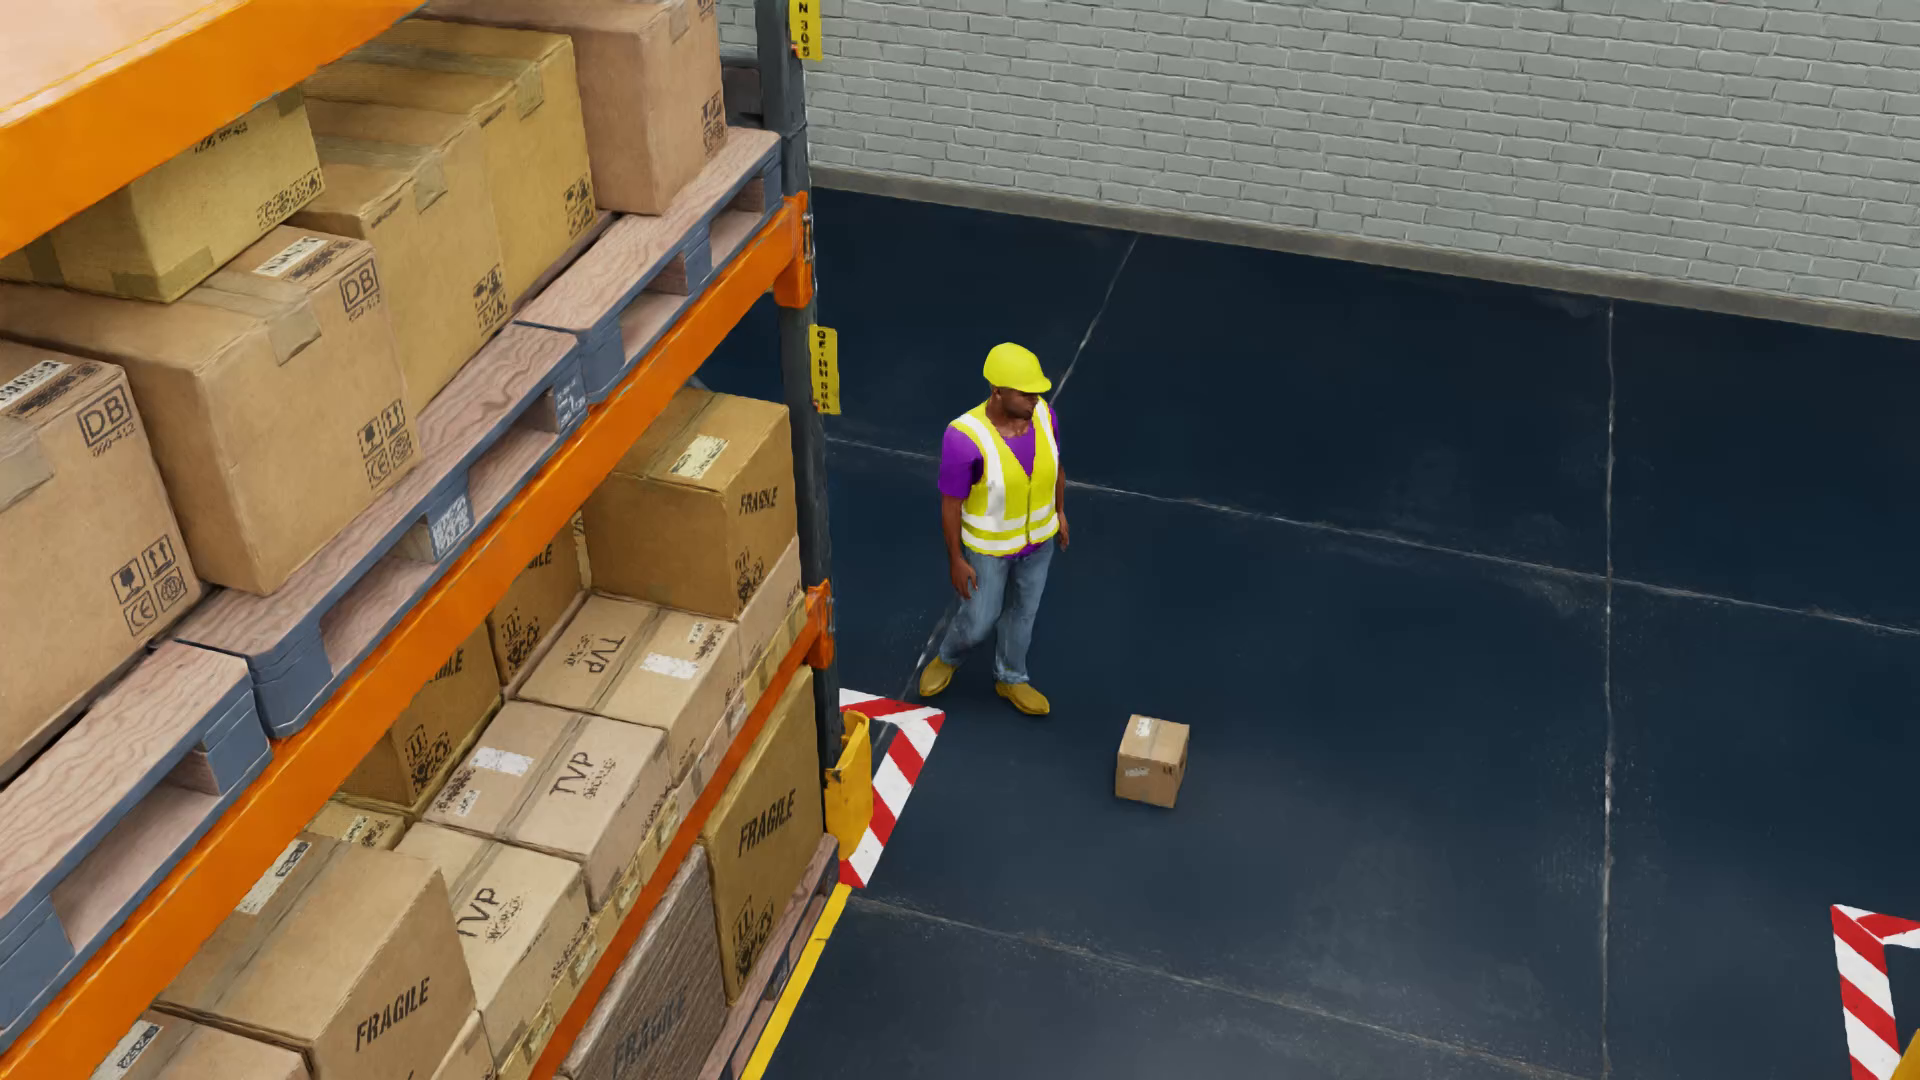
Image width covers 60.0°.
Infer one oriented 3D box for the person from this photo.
[{"bbox_3d":[0.171,-0.029,6.898,0.667,1.765,0.523,-20,41,-25],"label":"person"}]
